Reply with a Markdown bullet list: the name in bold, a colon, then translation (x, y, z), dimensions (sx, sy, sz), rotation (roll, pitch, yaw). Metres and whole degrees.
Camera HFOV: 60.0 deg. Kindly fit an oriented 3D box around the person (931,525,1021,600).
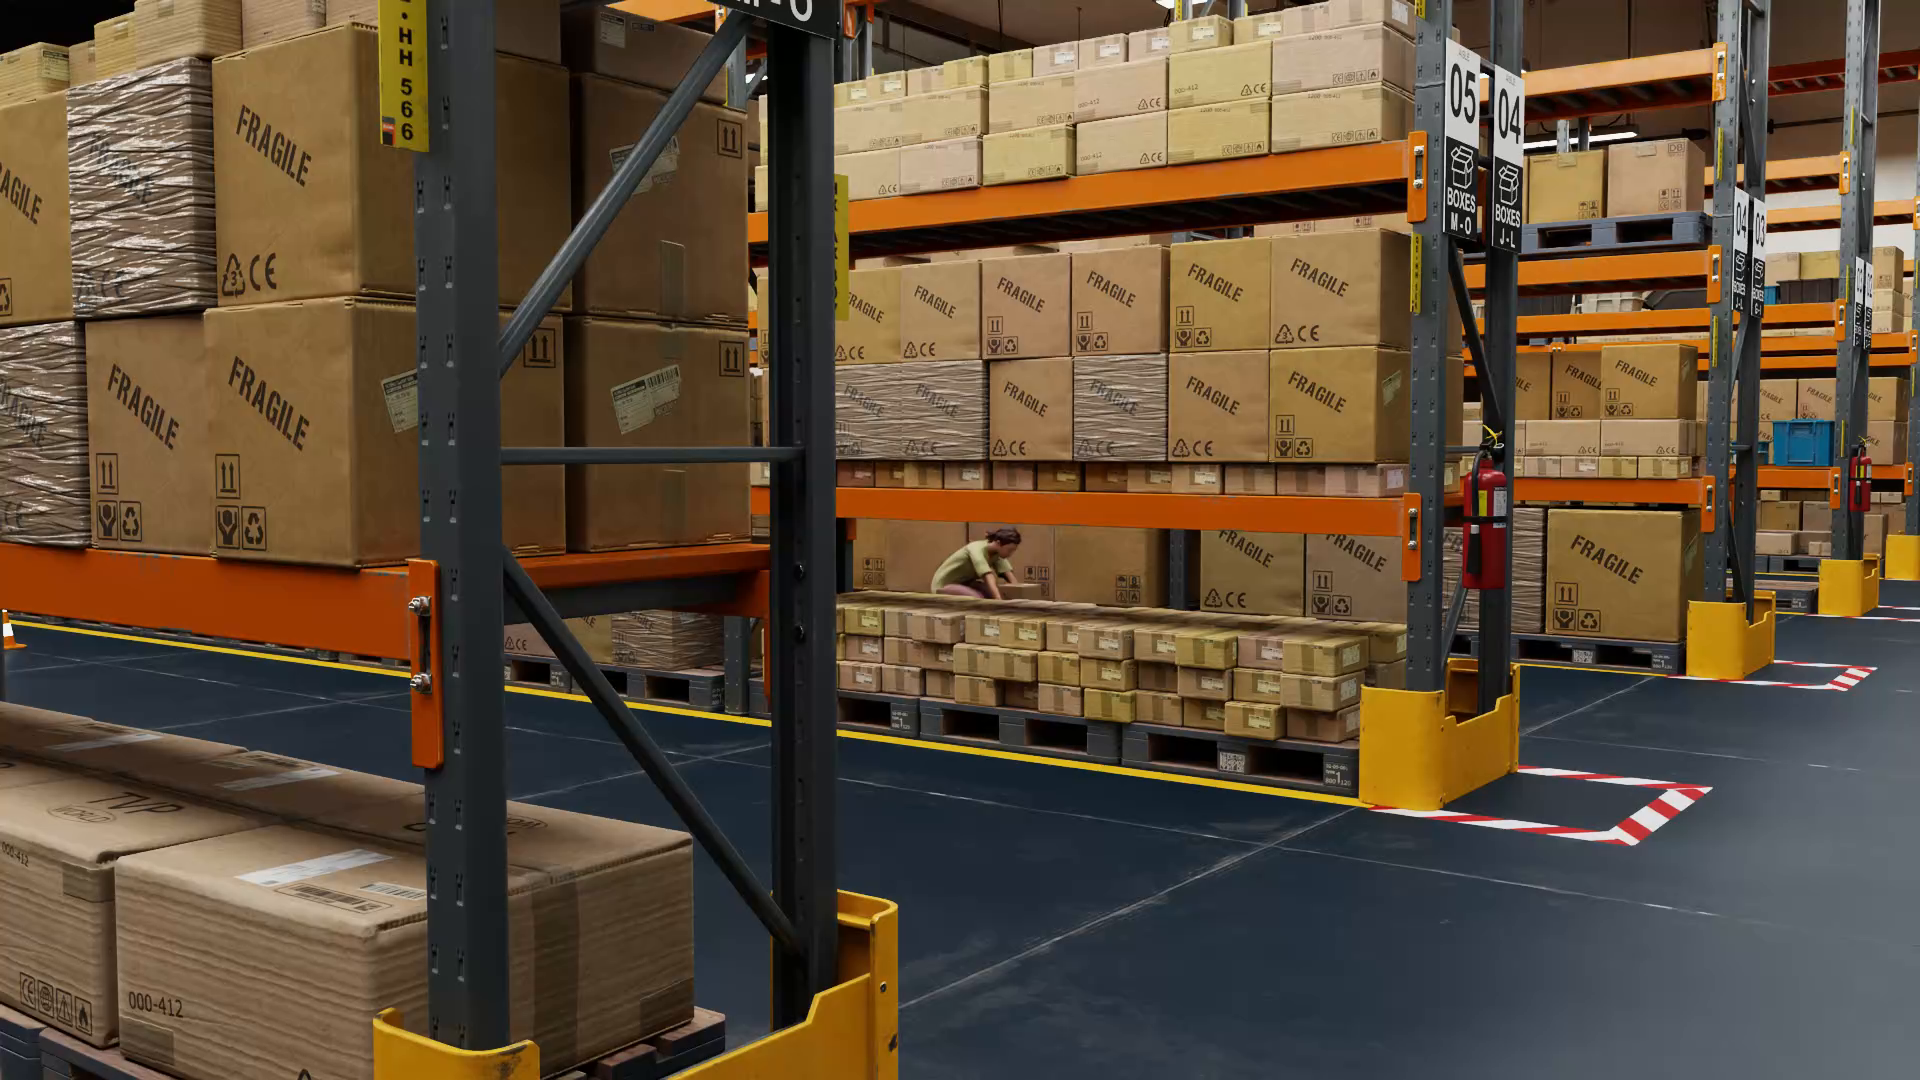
- **person**: translation (0.181, 0.333, 13.052), dimensions (0.862, 0.914, 0.471), rotation (2, 4, 35)
